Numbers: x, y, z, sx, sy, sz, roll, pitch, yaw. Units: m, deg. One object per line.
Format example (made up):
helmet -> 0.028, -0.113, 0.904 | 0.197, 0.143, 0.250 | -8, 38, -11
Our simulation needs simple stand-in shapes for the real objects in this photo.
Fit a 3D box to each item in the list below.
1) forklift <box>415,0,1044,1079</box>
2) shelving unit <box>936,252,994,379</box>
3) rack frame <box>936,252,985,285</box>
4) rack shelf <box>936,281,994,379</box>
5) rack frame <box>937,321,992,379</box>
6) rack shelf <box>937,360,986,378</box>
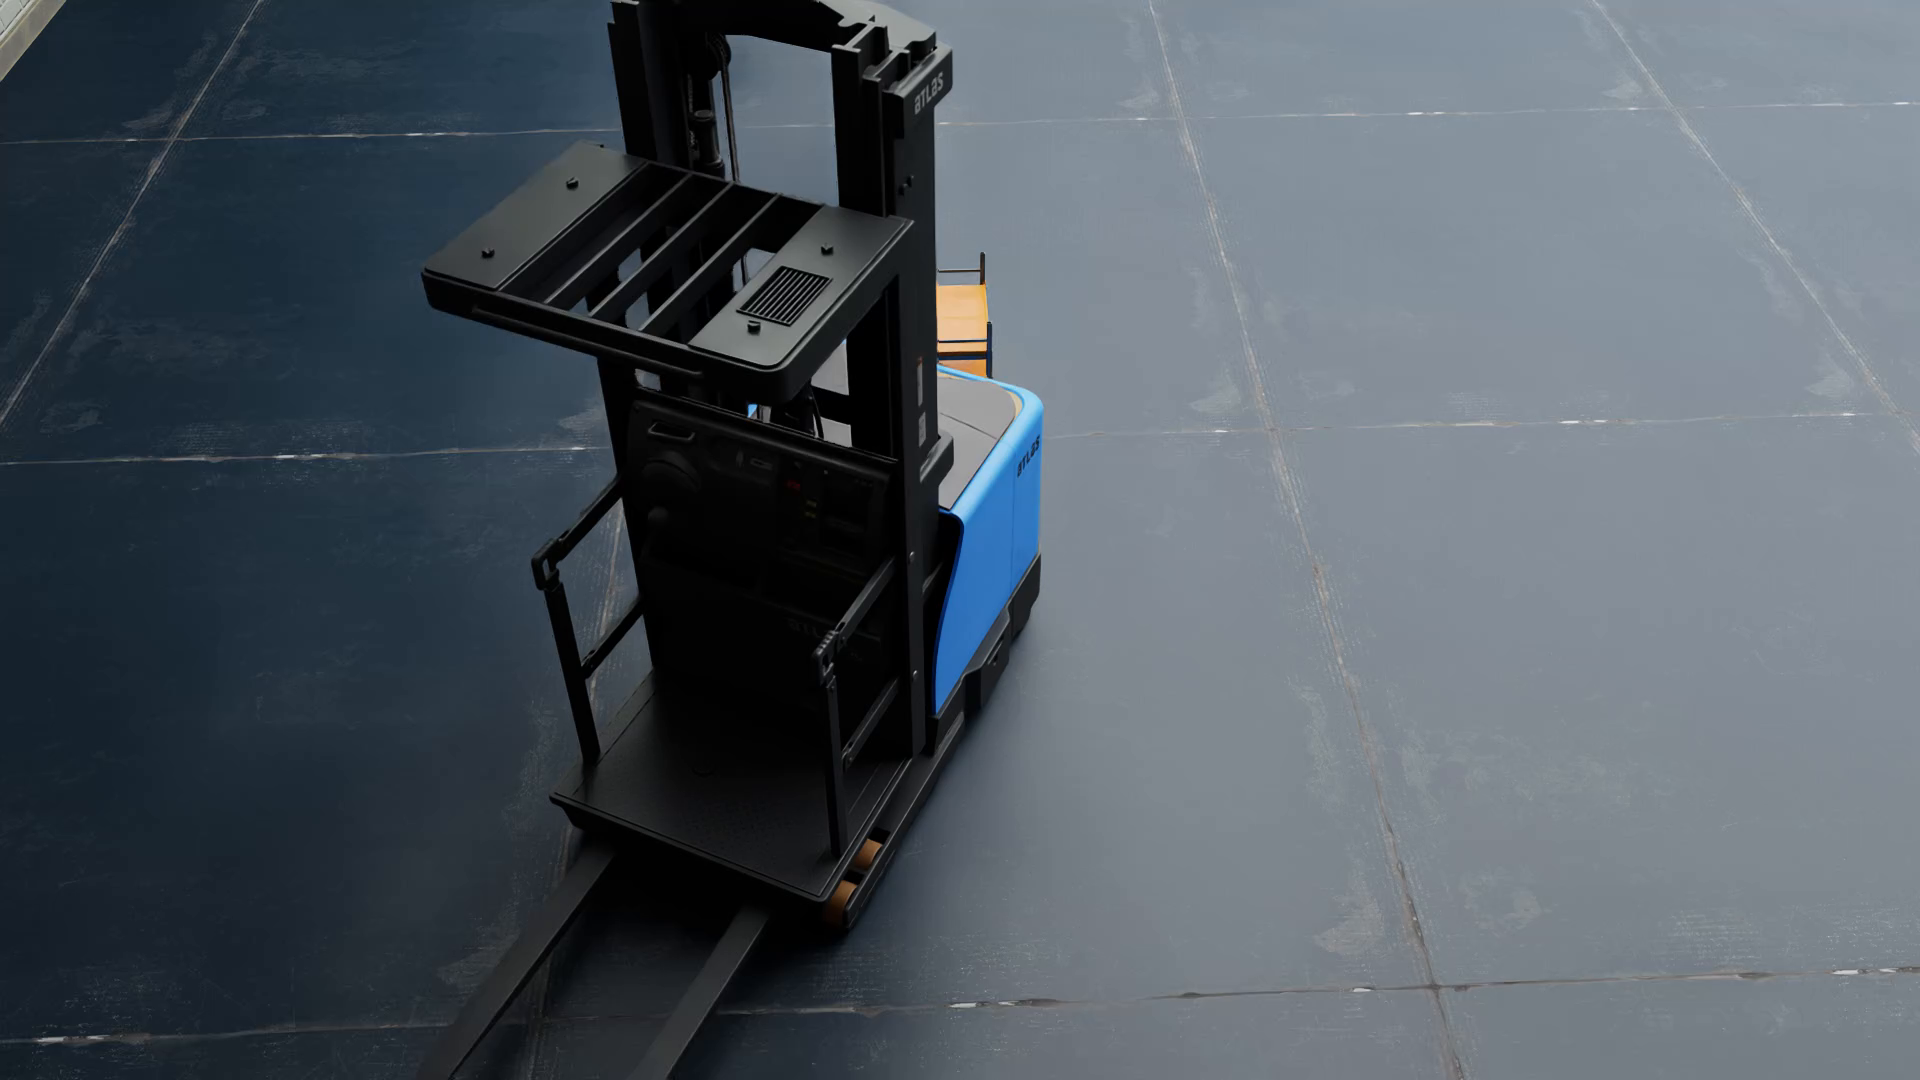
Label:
forklift -> -0.742, -0.074, 5.162 | 1.130, 2.935, 3.031 | 17, 45, 18
shelving unit -> -0.007, -0.554, 6.966 | 0.258, 1.200, 0.503 | -2, 43, -2
rack frame -> -0.017, -0.719, 7.146 | 0.240, 1.200, 0.015 | -2, 43, -2
rack shelf -> -0.007, -0.844, 6.701 | 0.258, 0.148, 0.480 | -2, 43, -2
rack frame -> 0.003, -0.389, 6.787 | 0.240, 1.200, 0.015 | -2, 43, -2
rack shelf -> -0.007, -0.669, 6.861 | 0.258, 0.148, 0.480 | -2, 43, -2
